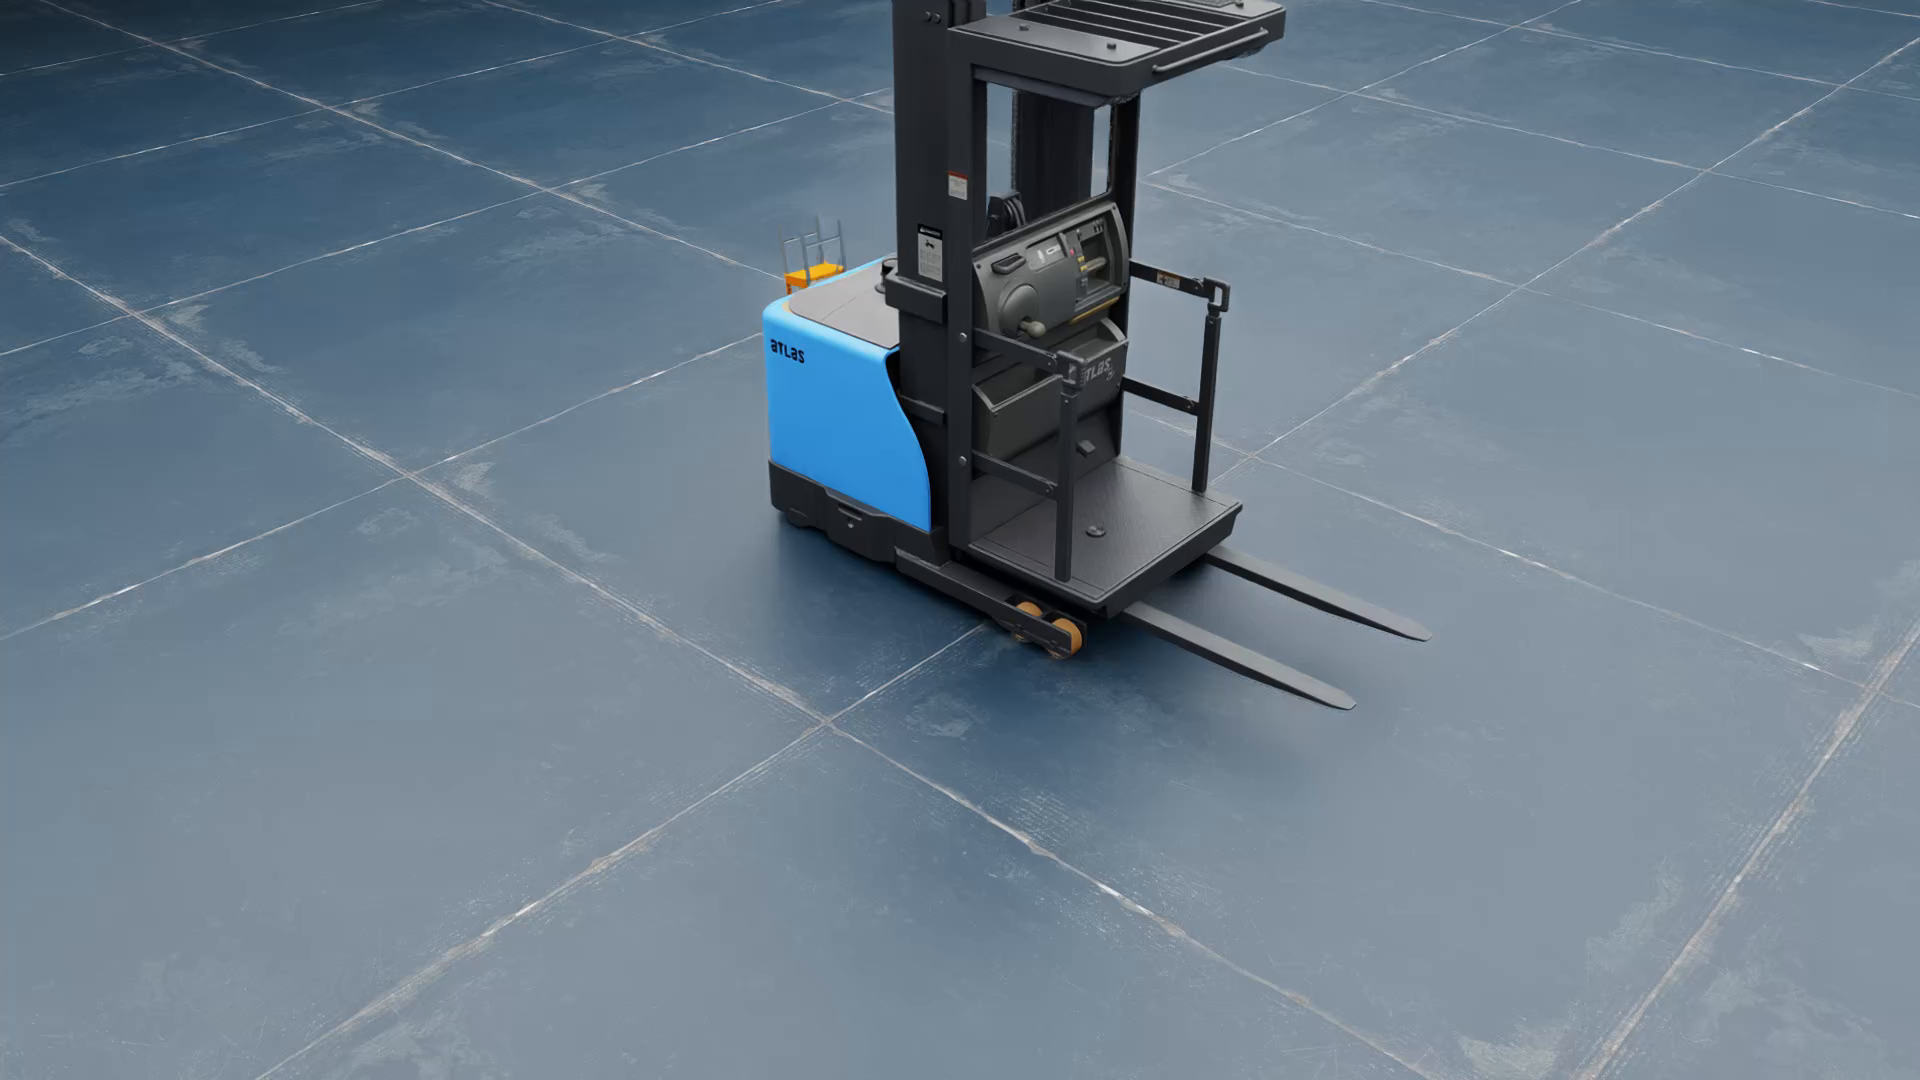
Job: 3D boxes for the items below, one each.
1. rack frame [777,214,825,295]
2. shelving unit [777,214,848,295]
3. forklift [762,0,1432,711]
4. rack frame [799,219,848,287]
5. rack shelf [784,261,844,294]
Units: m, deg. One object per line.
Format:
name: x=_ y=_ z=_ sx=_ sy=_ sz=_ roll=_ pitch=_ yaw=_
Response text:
rack frame: x=-0.718 y=-0.997 z=8.255 sx=0.240 sy=1.200 sz=0.006 roll=-24 pitch=29 yaw=-34
shelving unit: x=-0.659 y=-0.974 z=8.189 sx=0.258 sy=1.200 sz=0.189 roll=-24 pitch=29 yaw=-34
forklift: x=0.542 y=-1.067 z=6.681 sx=3.031 sy=2.935 sz=1.130 roll=24 pitch=39 yaw=34
rack frame: x=-0.600 y=-0.951 z=8.123 sx=0.240 sy=1.200 sz=0.006 roll=-24 pitch=29 yaw=-34
rack shelf: x=-0.692 y=-1.260 z=8.061 sx=0.258 sy=0.103 sz=0.180 roll=-24 pitch=29 yaw=-34
